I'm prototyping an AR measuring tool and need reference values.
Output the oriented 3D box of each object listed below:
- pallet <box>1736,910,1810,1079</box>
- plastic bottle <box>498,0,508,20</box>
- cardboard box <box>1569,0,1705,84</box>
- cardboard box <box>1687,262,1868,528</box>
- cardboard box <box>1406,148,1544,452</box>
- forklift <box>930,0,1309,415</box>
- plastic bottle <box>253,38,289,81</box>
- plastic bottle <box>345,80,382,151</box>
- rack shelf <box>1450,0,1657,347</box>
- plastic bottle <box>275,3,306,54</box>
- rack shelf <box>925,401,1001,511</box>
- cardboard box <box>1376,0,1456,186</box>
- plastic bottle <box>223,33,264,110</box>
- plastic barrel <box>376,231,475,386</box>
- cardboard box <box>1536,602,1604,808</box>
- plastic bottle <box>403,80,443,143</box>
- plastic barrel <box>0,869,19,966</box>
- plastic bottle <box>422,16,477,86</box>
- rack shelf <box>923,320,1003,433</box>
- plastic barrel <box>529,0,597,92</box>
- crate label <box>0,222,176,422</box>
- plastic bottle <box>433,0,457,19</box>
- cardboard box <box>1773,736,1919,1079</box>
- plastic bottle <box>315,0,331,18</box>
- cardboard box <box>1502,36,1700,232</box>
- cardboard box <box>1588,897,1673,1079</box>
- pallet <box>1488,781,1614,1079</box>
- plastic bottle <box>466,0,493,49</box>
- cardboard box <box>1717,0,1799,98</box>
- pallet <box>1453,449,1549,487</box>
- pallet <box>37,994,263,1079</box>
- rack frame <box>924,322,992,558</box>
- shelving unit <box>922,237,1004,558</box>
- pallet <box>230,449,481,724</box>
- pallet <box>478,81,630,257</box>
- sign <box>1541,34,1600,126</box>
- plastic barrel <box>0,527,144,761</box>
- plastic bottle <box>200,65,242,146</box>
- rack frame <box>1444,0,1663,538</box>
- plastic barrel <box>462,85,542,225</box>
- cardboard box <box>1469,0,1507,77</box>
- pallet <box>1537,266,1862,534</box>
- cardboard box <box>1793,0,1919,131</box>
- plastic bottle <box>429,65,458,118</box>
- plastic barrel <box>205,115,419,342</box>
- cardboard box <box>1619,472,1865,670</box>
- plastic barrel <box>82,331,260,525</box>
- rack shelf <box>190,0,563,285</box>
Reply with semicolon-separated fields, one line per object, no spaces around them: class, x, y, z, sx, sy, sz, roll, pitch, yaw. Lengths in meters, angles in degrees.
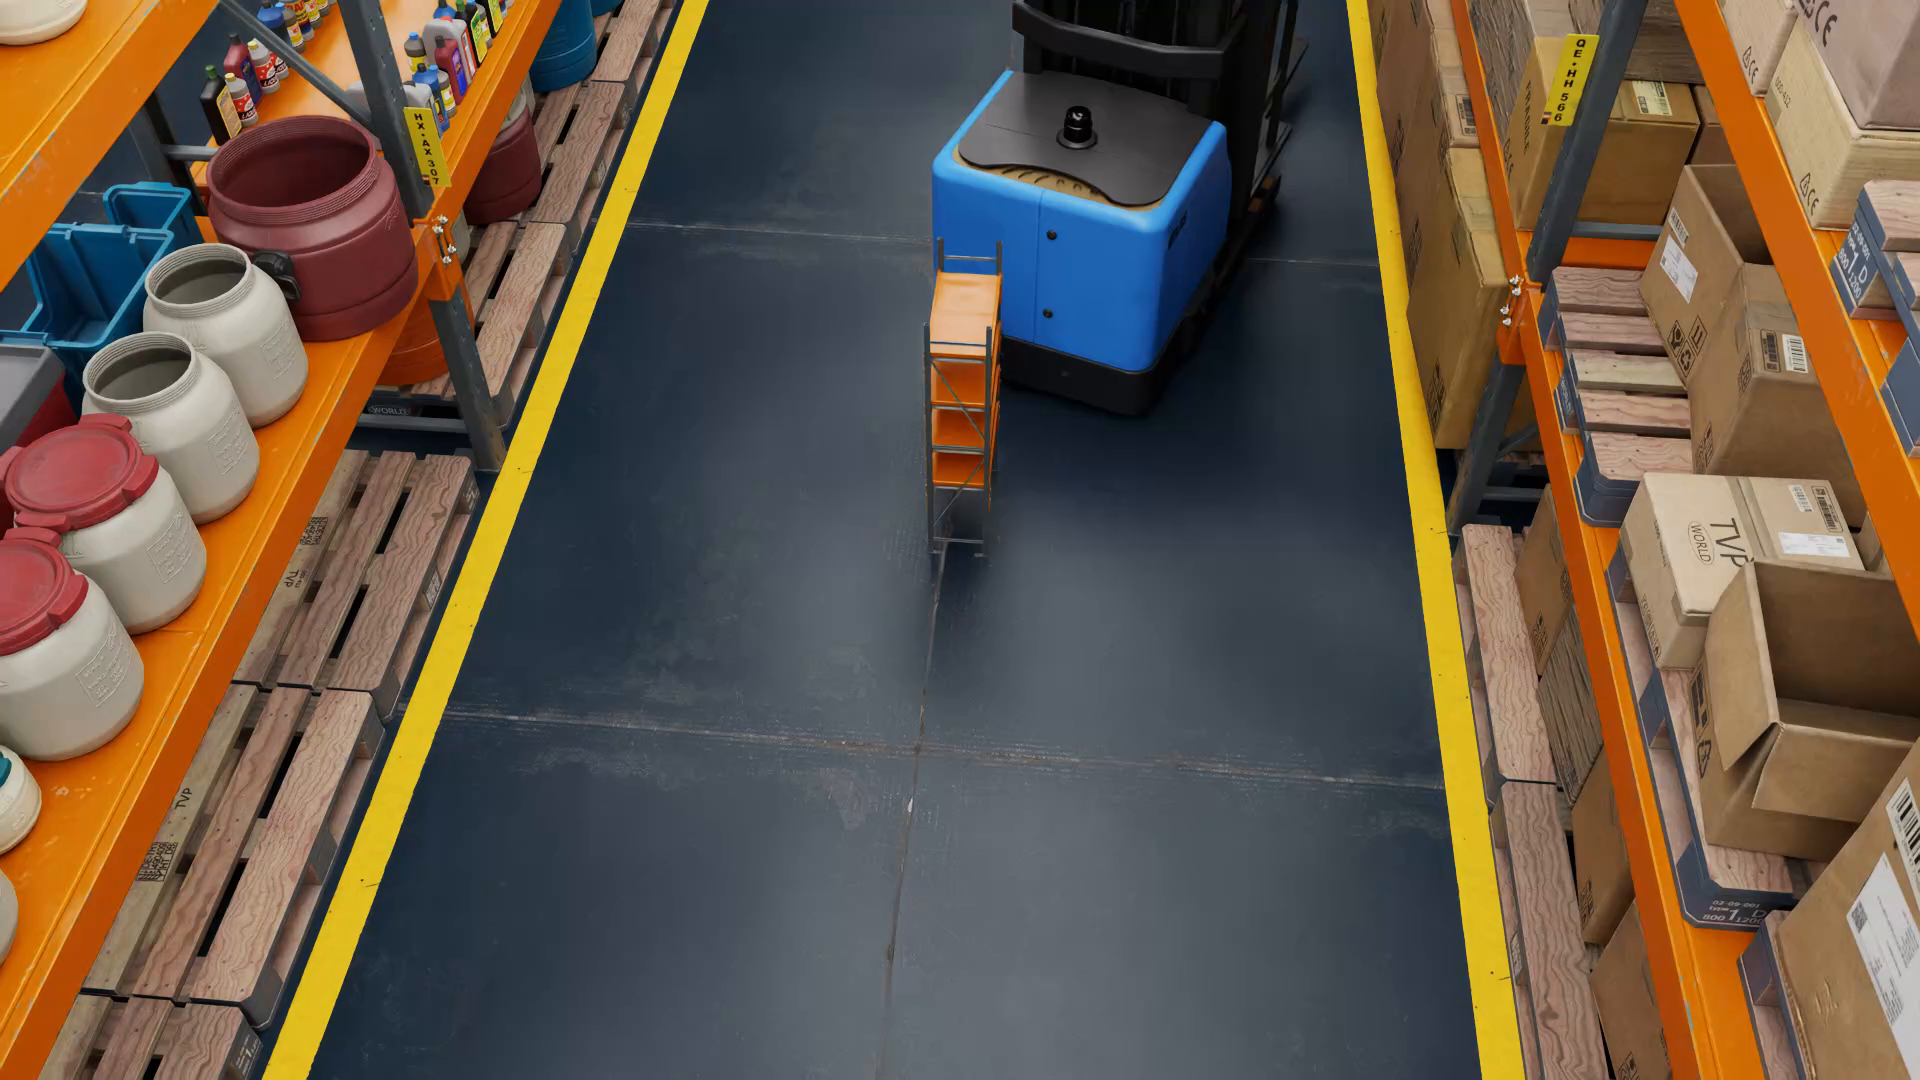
pallet;2.344;1.416;3.578;1.003;0.211;1.213;4;48;4
plastic bottle;-1.964;-2.313;6.946;0.097;0.271;0.097;0;48;0
cardboard box;2.577;-1.944;5.774;0.797;0.503;0.637;5;48;5
cardboard box;2.533;-0.395;4.752;0.700;0.500;0.500;10;48;9
cardboard box;2.577;-0.966;6.782;1.225;0.875;0.875;2;48;2
forklift;0.941;-2.630;7.195;1.130;2.935;3.031;19;50;16
plastic bottle;-2.768;-1.953;6.664;0.097;0.201;0.097;0;48;0
plastic bottle;-2.229;-1.634;6.321;0.152;0.276;0.135;4;48;4
rack shelf;2.676;-2.263;7.300;1.077;0.370;4.000;4;48;4
plastic bottle;-2.750;-2.096;6.795;0.097;0.201;0.097;0;48;0
rack shelf;0.015;-0.347;6.641;0.258;0.148;0.480;4;48;4
cardboard box;2.739;-2.272;7.976;1.225;0.875;0.875;2;48;2
plastic bottle;-2.806;-1.825;6.492;0.061;0.283;0.133;4;48;4
plastic barrel;-2.411;-1.139;6.971;0.600;0.830;0.708;4;48;4
cardboard box;2.415;0.561;5.626;0.700;0.500;0.500;0;48;0
plastic bottle;-2.077;-1.623;6.312;0.152;0.276;0.135;4;48;4
plastic barrel;-2.498;0.836;3.886;0.433;0.535;0.433;0;48;0
plastic bottle;-2.035;-1.963;6.623;0.152;0.276;0.135;4;48;4
rack shelf;0.015;-0.632;6.329;0.258;0.148;0.480;4;48;4
plastic barrel;-2.205;-2.823;8.463;0.600;0.901;0.708;4;48;4
crate label;-2.798;-0.669;5.331;0.502;0.435;0.616;4;48;4
plastic bottle;-2.058;-2.049;6.705;0.097;0.271;0.097;0;48;0
cardboard box;2.341;0.985;3.151;1.000;1.000;1.000;4;48;4
plastic bottle;-2.724;-2.310;6.991;0.097;0.201;0.097;0;48;0
cardboard box;2.292;-1.449;6.001;0.500;0.500;0.500;5;48;5
cardboard box;2.319;1.388;4.869;0.700;0.500;0.500;0;48;0
pallet;2.307;1.373;5.377;1.003;0.211;1.213;4;48;4
plastic bottle;-1.985;-2.120;6.816;0.097;0.201;0.097;0;48;0
cardboard box;2.150;-1.292;3.994;0.500;0.250;0.500;5;48;4
pallet;2.641;-0.669;7.245;1.003;0.211;1.213;4;48;4
pallet;-2.770;1.932;4.866;1.003;0.211;1.213;4;48;4
rack frame;-0.007;-0.347;6.280;0.240;1.200;0.015;4;48;4
shelving unit;0.015;-0.527;6.444;0.258;1.200;0.503;4;48;4
pallet;-2.548;0.139;6.506;1.003;0.211;1.213;4;48;4
pallet;-2.294;-1.904;8.374;1.003;0.211;1.213;4;48;4
sign;1.941;-1.462;5.295;0.100;0.325;0.005;4;48;4
plastic barrel;-2.431;0.297;4.379;0.433;0.535;0.433;0;48;0
plastic bottle;-2.827;-1.656;6.337;0.061;0.283;0.133;4;48;4
rack frame;2.494;-1.036;5.691;1.000;3.000;0.127;4;48;4
plastic barrel;-2.308;-1.887;7.819;0.600;0.588;0.708;4;48;4
cardboard box;2.387;-2.197;6.685;0.500;0.500;0.500;2;48;2
pallet;2.535;-0.440;5.276;1.213;0.211;1.003;4;48;4
cardboard box;2.106;-1.180;3.383;0.500;0.500;0.500;3;48;2
plastic bottle;-2.031;-1.753;6.481;0.097;0.201;0.097;0;48;0
plastic barrel;-2.179;-1.054;5.615;0.600;0.536;0.708;4;48;4
cardboard box;2.112;0.089;4.479;0.500;0.250;0.500;3;48;2
plastic barrel;-2.358;-0.327;4.966;0.421;0.512;0.421;0;48;0
rack shelf;-2.256;-2.596;7.605;1.077;0.370;4.000;4;48;4
